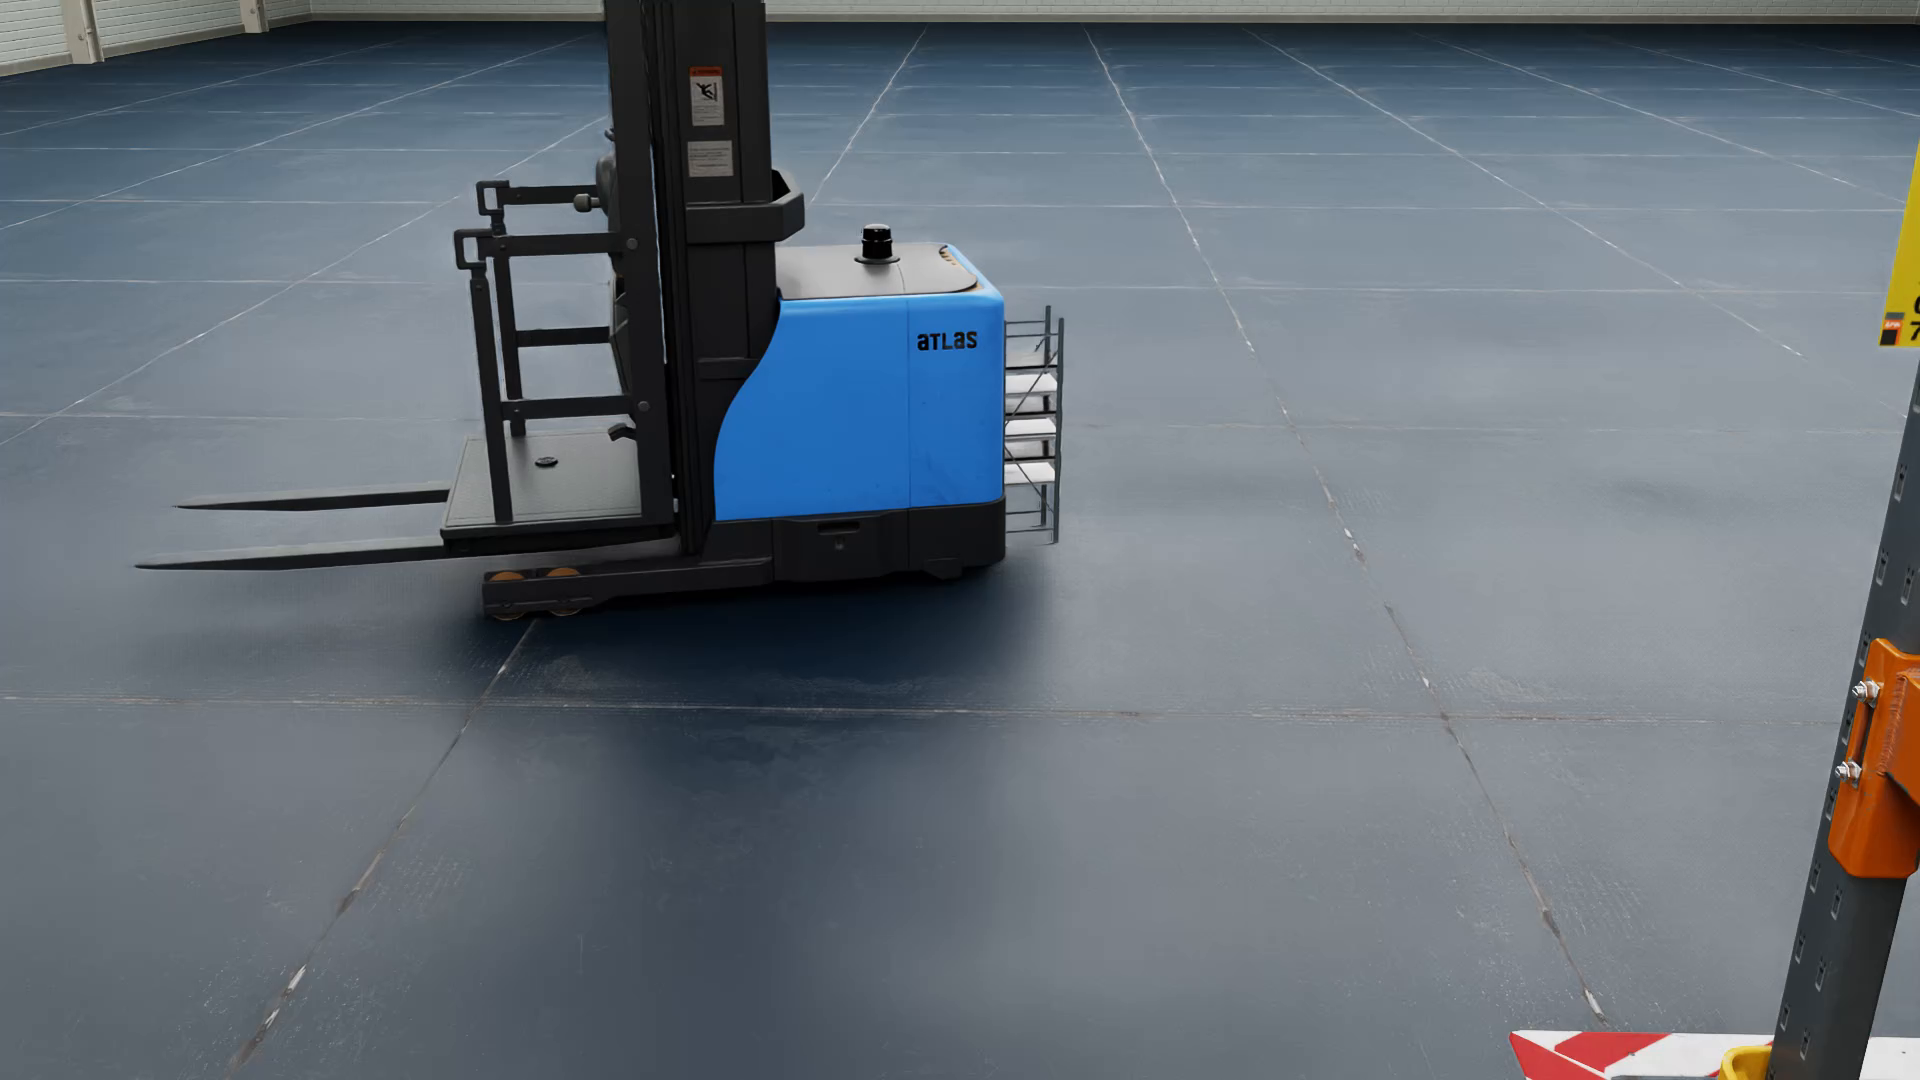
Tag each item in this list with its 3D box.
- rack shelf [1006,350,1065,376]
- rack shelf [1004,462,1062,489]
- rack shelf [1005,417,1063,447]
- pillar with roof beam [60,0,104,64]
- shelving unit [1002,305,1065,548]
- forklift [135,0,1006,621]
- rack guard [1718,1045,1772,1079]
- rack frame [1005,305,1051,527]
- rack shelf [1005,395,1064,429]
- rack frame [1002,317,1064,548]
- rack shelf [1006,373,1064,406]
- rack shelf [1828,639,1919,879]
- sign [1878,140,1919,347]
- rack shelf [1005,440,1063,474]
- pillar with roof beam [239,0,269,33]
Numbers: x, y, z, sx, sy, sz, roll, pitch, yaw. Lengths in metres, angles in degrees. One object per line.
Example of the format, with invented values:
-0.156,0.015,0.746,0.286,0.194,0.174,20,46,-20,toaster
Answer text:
0.249,-0.654,6.316,0.258,0.077,0.200,-4,22,-10,rack shelf
0.247,-0.235,6.478,0.258,0.077,0.200,-4,22,-10,rack shelf
0.248,-0.402,6.413,0.258,0.077,0.200,-4,22,-10,rack shelf
-8.873,-11.362,23.371,9.100,9.000,0.400,1,21,2,pillar with roof beam
0.248,-0.434,6.401,0.258,0.900,0.210,-4,22,-10,shelving unit
-1.400,-1.293,5.809,3.031,2.935,1.130,-4,22,-10,forklift
1.881,1.179,2.800,1.175,0.500,0.348,1,21,2,rack guard
0.228,-0.470,6.494,0.240,0.900,0.006,-4,22,-10,rack frame
0.248,-0.486,6.381,0.258,0.077,0.200,-4,22,-10,rack shelf
0.267,-0.397,6.308,0.240,0.900,0.006,-4,22,-10,rack frame
0.248,-0.570,6.348,0.258,0.077,0.200,-4,22,-10,rack shelf
1.822,1.044,0.685,1.077,0.370,4.000,1,21,2,rack shelf
1.341,-0.424,2.278,0.100,0.325,0.005,1,21,2,sign
0.247,-0.319,6.446,0.258,0.077,0.200,-4,22,-10,rack shelf
-8.690,-13.531,28.962,9.100,9.000,0.400,1,21,2,pillar with roof beam
